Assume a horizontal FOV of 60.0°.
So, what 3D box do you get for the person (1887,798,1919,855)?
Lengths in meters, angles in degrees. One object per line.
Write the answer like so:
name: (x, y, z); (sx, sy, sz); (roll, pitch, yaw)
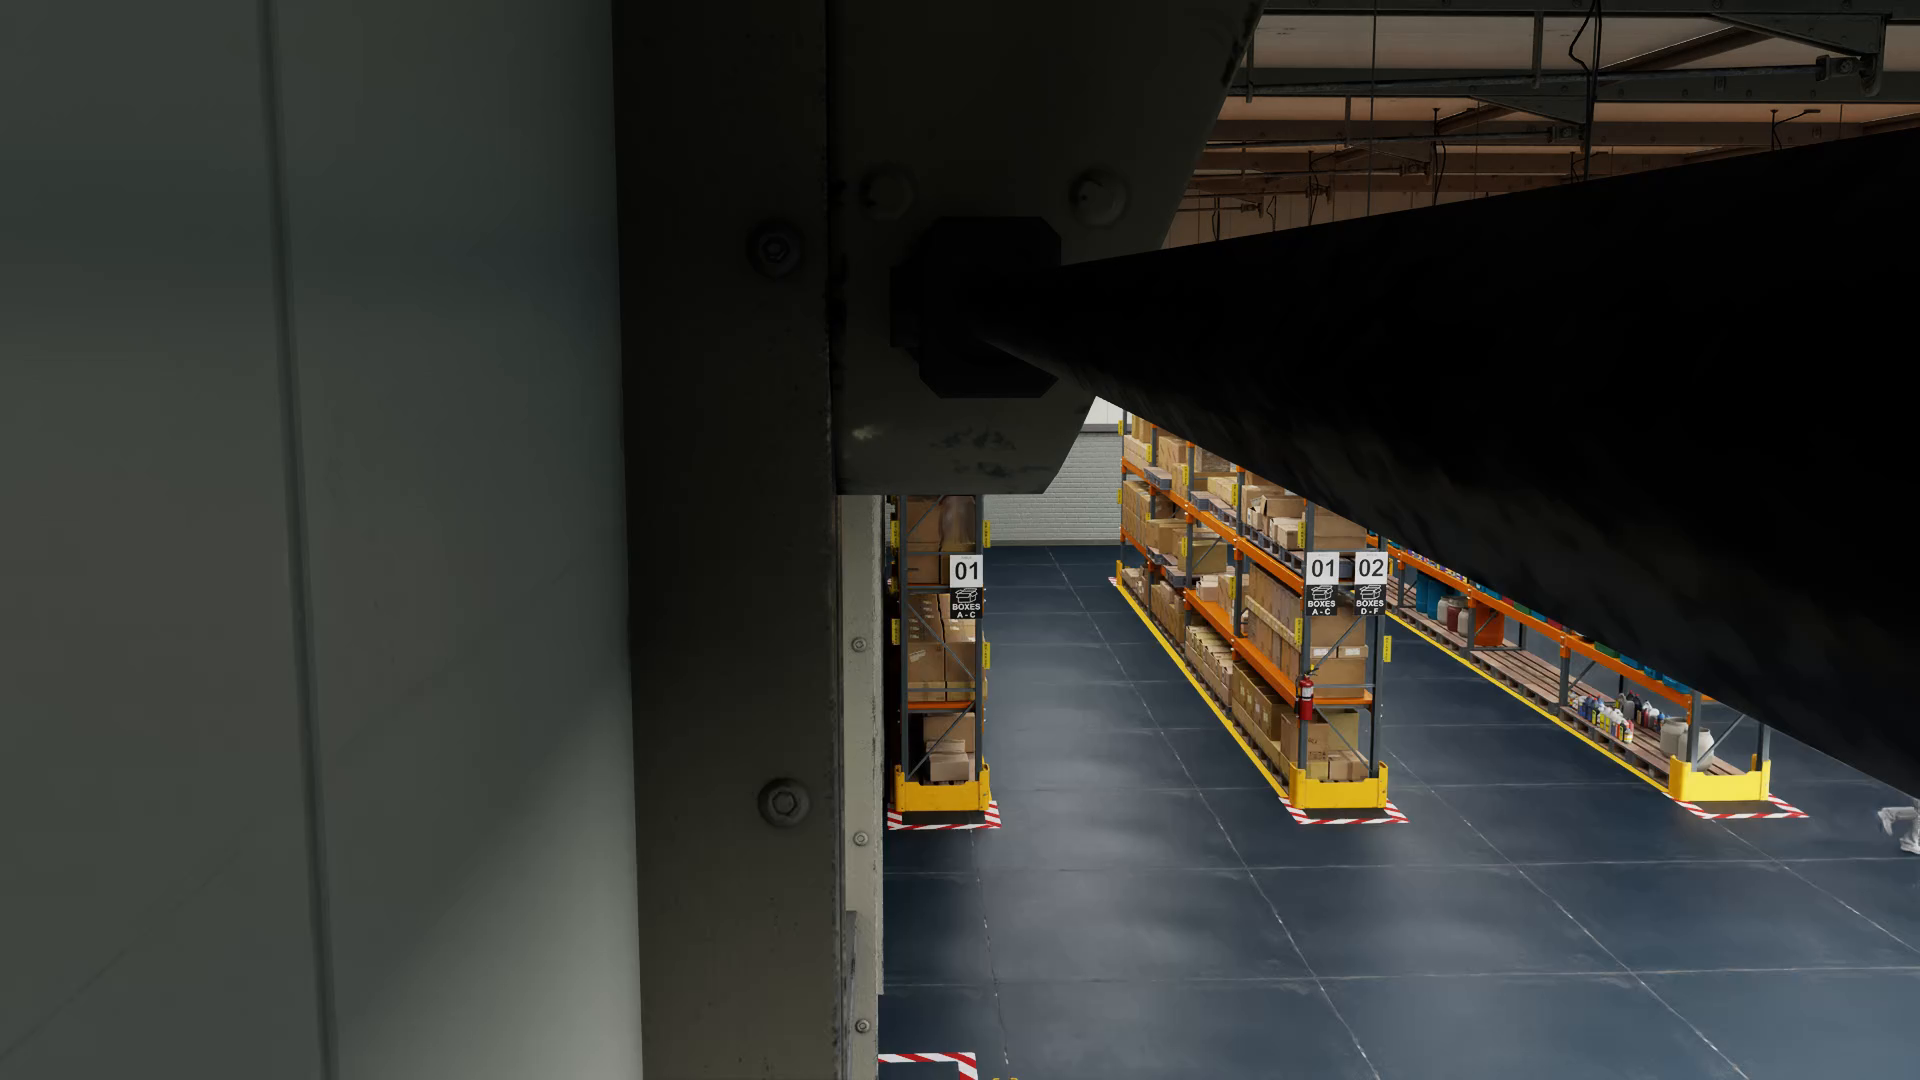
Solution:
person: (10.929, 2.718, 18.892); (0.618, 1.721, 0.647); (4, 9, 25)
